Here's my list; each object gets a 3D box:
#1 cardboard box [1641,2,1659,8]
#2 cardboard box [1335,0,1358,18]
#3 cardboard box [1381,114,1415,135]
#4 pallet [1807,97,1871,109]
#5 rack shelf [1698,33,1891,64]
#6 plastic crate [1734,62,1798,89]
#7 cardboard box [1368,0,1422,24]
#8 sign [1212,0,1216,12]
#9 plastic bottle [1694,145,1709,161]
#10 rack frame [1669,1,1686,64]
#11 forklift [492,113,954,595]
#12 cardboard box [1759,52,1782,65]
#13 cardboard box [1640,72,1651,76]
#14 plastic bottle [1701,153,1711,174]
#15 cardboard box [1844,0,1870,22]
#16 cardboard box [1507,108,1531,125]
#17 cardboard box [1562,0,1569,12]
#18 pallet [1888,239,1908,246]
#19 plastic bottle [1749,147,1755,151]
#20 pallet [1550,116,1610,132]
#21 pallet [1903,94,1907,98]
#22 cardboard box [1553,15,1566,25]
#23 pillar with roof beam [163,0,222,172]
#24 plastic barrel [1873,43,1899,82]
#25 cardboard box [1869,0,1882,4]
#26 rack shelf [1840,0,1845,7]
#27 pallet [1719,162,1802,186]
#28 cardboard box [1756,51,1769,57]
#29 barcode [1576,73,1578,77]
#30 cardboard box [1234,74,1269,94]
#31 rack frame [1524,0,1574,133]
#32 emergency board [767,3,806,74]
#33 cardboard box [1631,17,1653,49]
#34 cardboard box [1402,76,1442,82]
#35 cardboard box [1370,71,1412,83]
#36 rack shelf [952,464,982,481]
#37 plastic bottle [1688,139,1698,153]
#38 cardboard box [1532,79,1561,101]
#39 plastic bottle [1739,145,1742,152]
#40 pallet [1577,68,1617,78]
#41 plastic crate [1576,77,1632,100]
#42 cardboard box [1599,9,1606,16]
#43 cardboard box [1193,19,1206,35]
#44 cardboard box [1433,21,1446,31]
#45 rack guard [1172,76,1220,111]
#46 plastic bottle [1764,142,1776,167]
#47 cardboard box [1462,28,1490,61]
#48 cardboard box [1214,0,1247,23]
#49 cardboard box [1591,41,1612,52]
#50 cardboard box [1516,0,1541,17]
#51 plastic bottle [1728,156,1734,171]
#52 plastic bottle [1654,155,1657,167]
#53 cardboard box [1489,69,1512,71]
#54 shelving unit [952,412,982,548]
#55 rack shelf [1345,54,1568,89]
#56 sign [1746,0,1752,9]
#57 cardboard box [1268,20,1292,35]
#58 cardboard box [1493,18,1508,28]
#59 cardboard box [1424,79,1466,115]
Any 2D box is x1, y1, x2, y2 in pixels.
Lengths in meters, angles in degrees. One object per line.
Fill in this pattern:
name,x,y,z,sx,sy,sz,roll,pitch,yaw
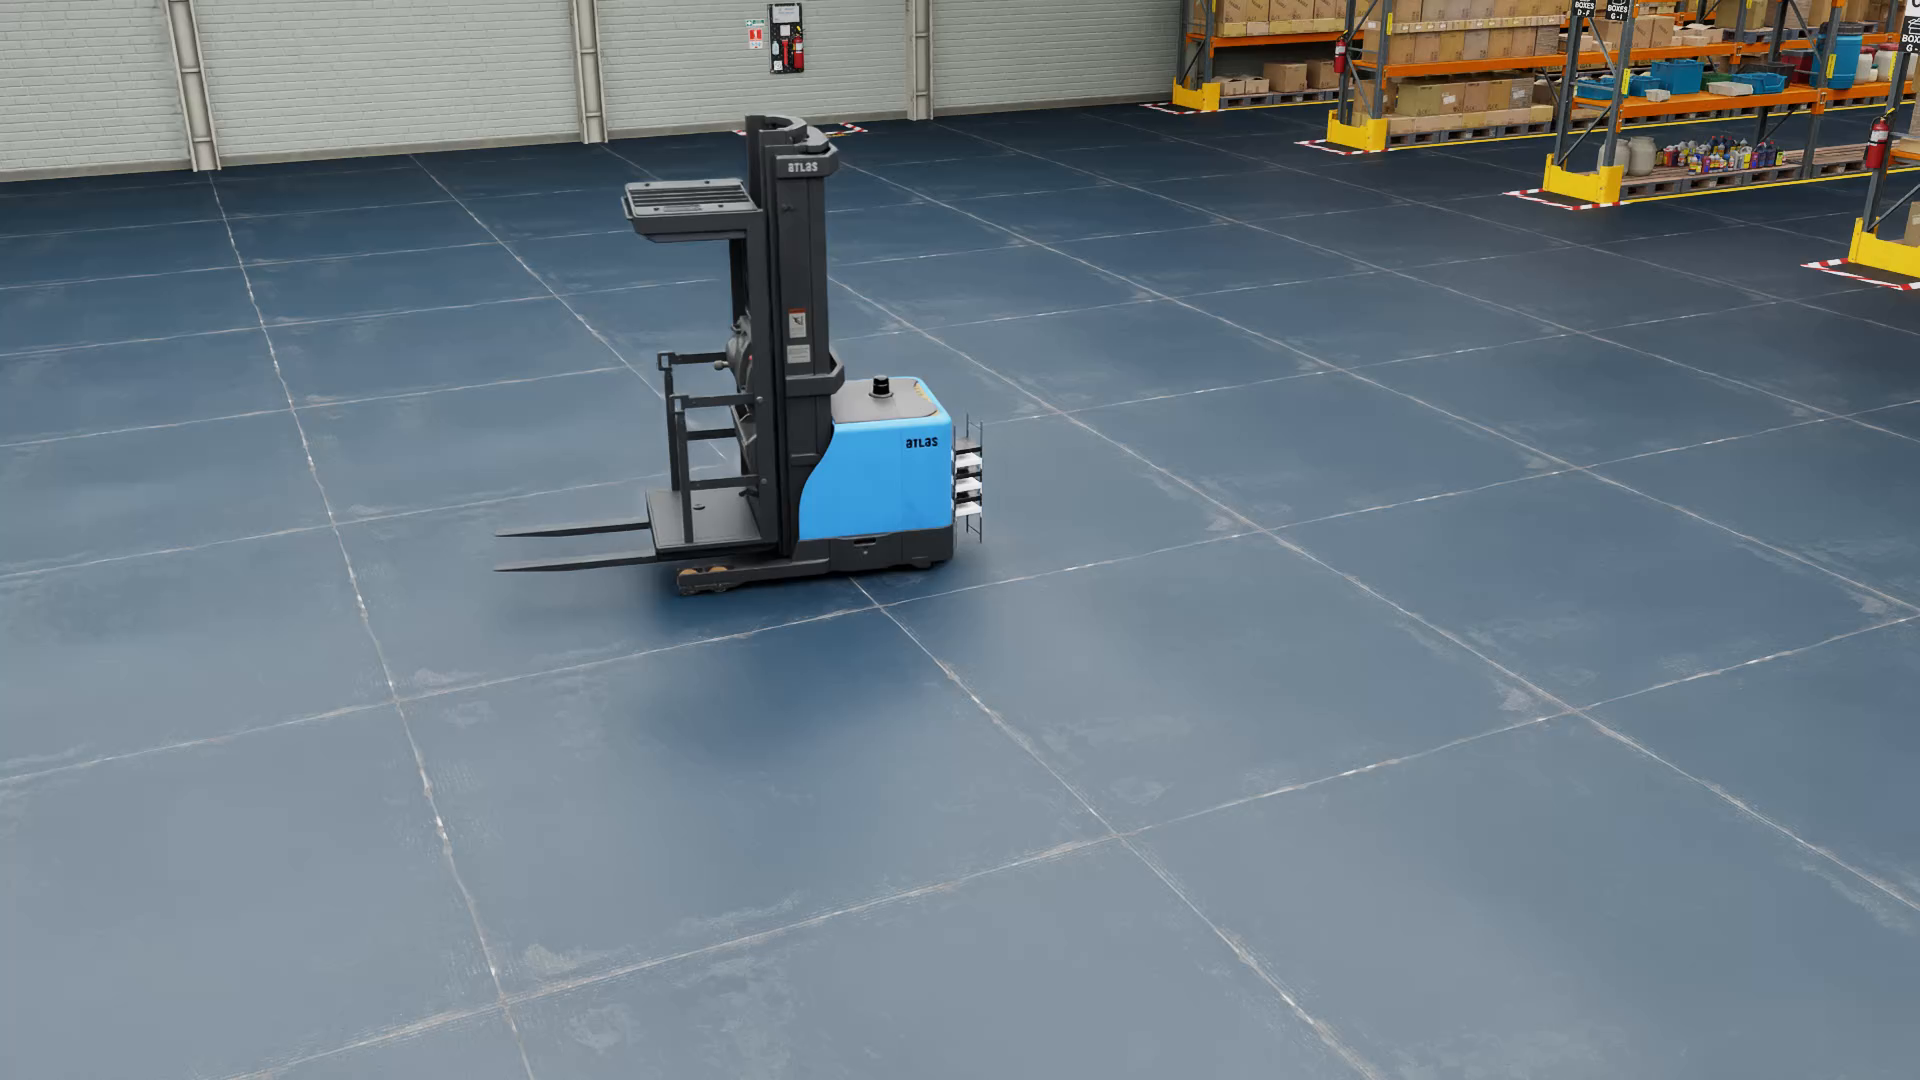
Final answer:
cardboard box,14.472,-11.575,35.246,0.500,0.500,0.500,-10,25,-23
cardboard box,7.287,-10.324,31.957,0.500,0.500,0.500,-11,25,-24
cardboard box,7.153,-6.873,27.477,0.500,0.250,0.500,-10,25,-24
pallet,16.670,-8.491,31.987,1.213,0.211,1.003,-10,25,-24
rack shelf,15.584,-9.263,31.147,4.000,0.370,1.077,-10,25,-24
plastic crate,11.796,-6.821,24.387,0.504,0.338,0.767,-10,25,-24
cardboard box,7.047,-8.664,26.932,0.500,0.500,0.700,-10,25,-23
sign,4.657,-9.856,30.507,0.005,0.325,0.100,-10,25,-24
plastic bottle,10.949,-5.698,24.579,0.135,0.276,0.152,-10,25,-24
rack frame,15.235,-11.634,35.933,0.127,3.000,1.000,-10,25,-24
forklift,-1.616,-1.216,10.855,3.031,2.935,1.130,-5,23,-13
cardboard box,15.492,-9.077,31.468,0.500,0.250,0.500,-11,25,-25
cardboard box,12.713,-8.371,30.363,0.500,0.311,0.500,-11,25,-25
plastic bottle,10.699,-5.402,23.855,0.133,0.283,0.061,-10,25,-23
cardboard box,16.862,-10.166,31.708,0.700,0.500,0.500,21,30,41
cardboard box,9.400,-7.292,28.491,0.500,0.250,0.500,-10,25,-24
cardboard box,12.179,-11.156,34.232,0.500,0.500,0.500,-10,24,-22
pallet,11.682,-3.369,19.613,1.213,0.211,1.003,-10,25,-24
plastic bottle,11.608,-5.646,24.455,0.135,0.276,0.152,-10,25,-24
pallet,10.825,-7.448,29.466,1.213,0.211,1.003,-10,25,-24
pallet,19.106,-8.956,33.111,1.213,0.211,1.003,-10,25,-24
cardboard box,10.026,-8.827,28.174,0.250,0.149,0.380,-10,25,-24
pillar with roof beam,-9.675,-8.360,20.181,0.400,9.000,9.100,-10,25,-24
plastic barrel,13.941,-7.160,24.948,0.433,0.535,0.433,0,22,0
cardboard box,17.730,-10.609,32.018,0.500,0.500,0.500,-10,25,-23
rack shelf,14.125,-8.278,24.845,4.000,0.370,1.077,-10,25,-24
pallet,11.700,-5.507,24.778,1.213,0.211,1.003,-10,25,-24
cardboard box,17.801,-11.103,37.370,0.500,0.500,0.700,-11,25,-24
barcode,10.588,-7.991,28.571,0.075,0.075,0.001,-10,25,-24
cardboard box,5.598,-8.783,31.986,0.500,0.311,0.500,-8,24,-19
rack frame,10.178,-8.600,28.605,0.127,3.000,1.000,-10,25,-24
emergency board,-2.972,-8.666,28.762,0.643,1.169,0.194,-10,25,-24
cardboard box,11.803,-8.939,29.292,0.500,0.500,0.500,-10,25,-24
cardboard box,7.822,-7.569,28.180,0.500,0.500,0.500,-10,25,-24
cardboard box,8.682,-9.483,33.430,0.500,0.500,0.700,-10,24,-22
rack shelf,0.007,-0.469,11.559,0.200,0.077,0.258,-10,25,-24
plastic bottle,10.862,-5.779,24.678,0.185,0.351,0.144,-11,25,-24
cardboard box,10.418,-7.949,29.344,0.500,0.311,0.500,-10,25,-24
plastic bottle,11.754,-5.884,25.127,0.097,0.201,0.097,0,22,0
pallet,13.471,-9.988,35.602,1.213,0.211,1.003,-10,25,-24
plastic crate,9.040,-6.347,23.355,0.616,0.251,0.499,-10,25,-24
cardboard box,13.405,-11.097,34.938,0.250,0.149,0.380,-10,25,-23
cardboard box,4.759,-9.728,31.498,0.500,0.250,0.500,-10,25,-23
cardboard box,7.711,-8.400,27.143,0.250,0.149,0.380,-11,25,-24
rack guard,4.490,-8.501,31.633,0.348,0.500,1.175,-10,25,-24
plastic bottle,11.867,-5.666,24.404,0.185,0.351,0.144,-11,25,-25
cardboard box,8.394,-8.314,27.782,0.500,0.500,0.700,-10,24,-22
cardboard box,4.982,-9.905,30.947,0.500,0.500,0.500,-10,25,-24
cardboard box,11.065,-8.561,28.838,0.250,0.149,0.380,-10,25,-24
cardboard box,9.326,-9.086,27.951,0.500,0.500,0.700,-10,25,-24
plastic bottle,11.161,-5.457,24.094,0.097,0.201,0.097,0,22,0
plastic bottle,10.183,-5.595,24.429,0.097,0.201,0.097,0,22,0
cardboard box,11.004,-9.881,34.392,0.500,0.500,0.700,-10,25,-23
shelving unit,0.007,-0.417,11.581,0.210,0.900,0.258,-10,25,-24
rack shelf,8.376,-7.936,27.941,4.000,0.370,1.077,-10,25,-24
sign,14.026,-9.608,29.526,0.005,0.325,0.100,-10,25,-24
cardboard box,5.923,-9.728,31.500,0.500,0.250,0.500,-11,25,-24
cardboard box,8.881,-8.617,27.667,0.250,0.149,0.380,-10,24,-22
cardboard box,8.048,-7.390,27.747,0.500,0.500,0.500,-10,25,-24
